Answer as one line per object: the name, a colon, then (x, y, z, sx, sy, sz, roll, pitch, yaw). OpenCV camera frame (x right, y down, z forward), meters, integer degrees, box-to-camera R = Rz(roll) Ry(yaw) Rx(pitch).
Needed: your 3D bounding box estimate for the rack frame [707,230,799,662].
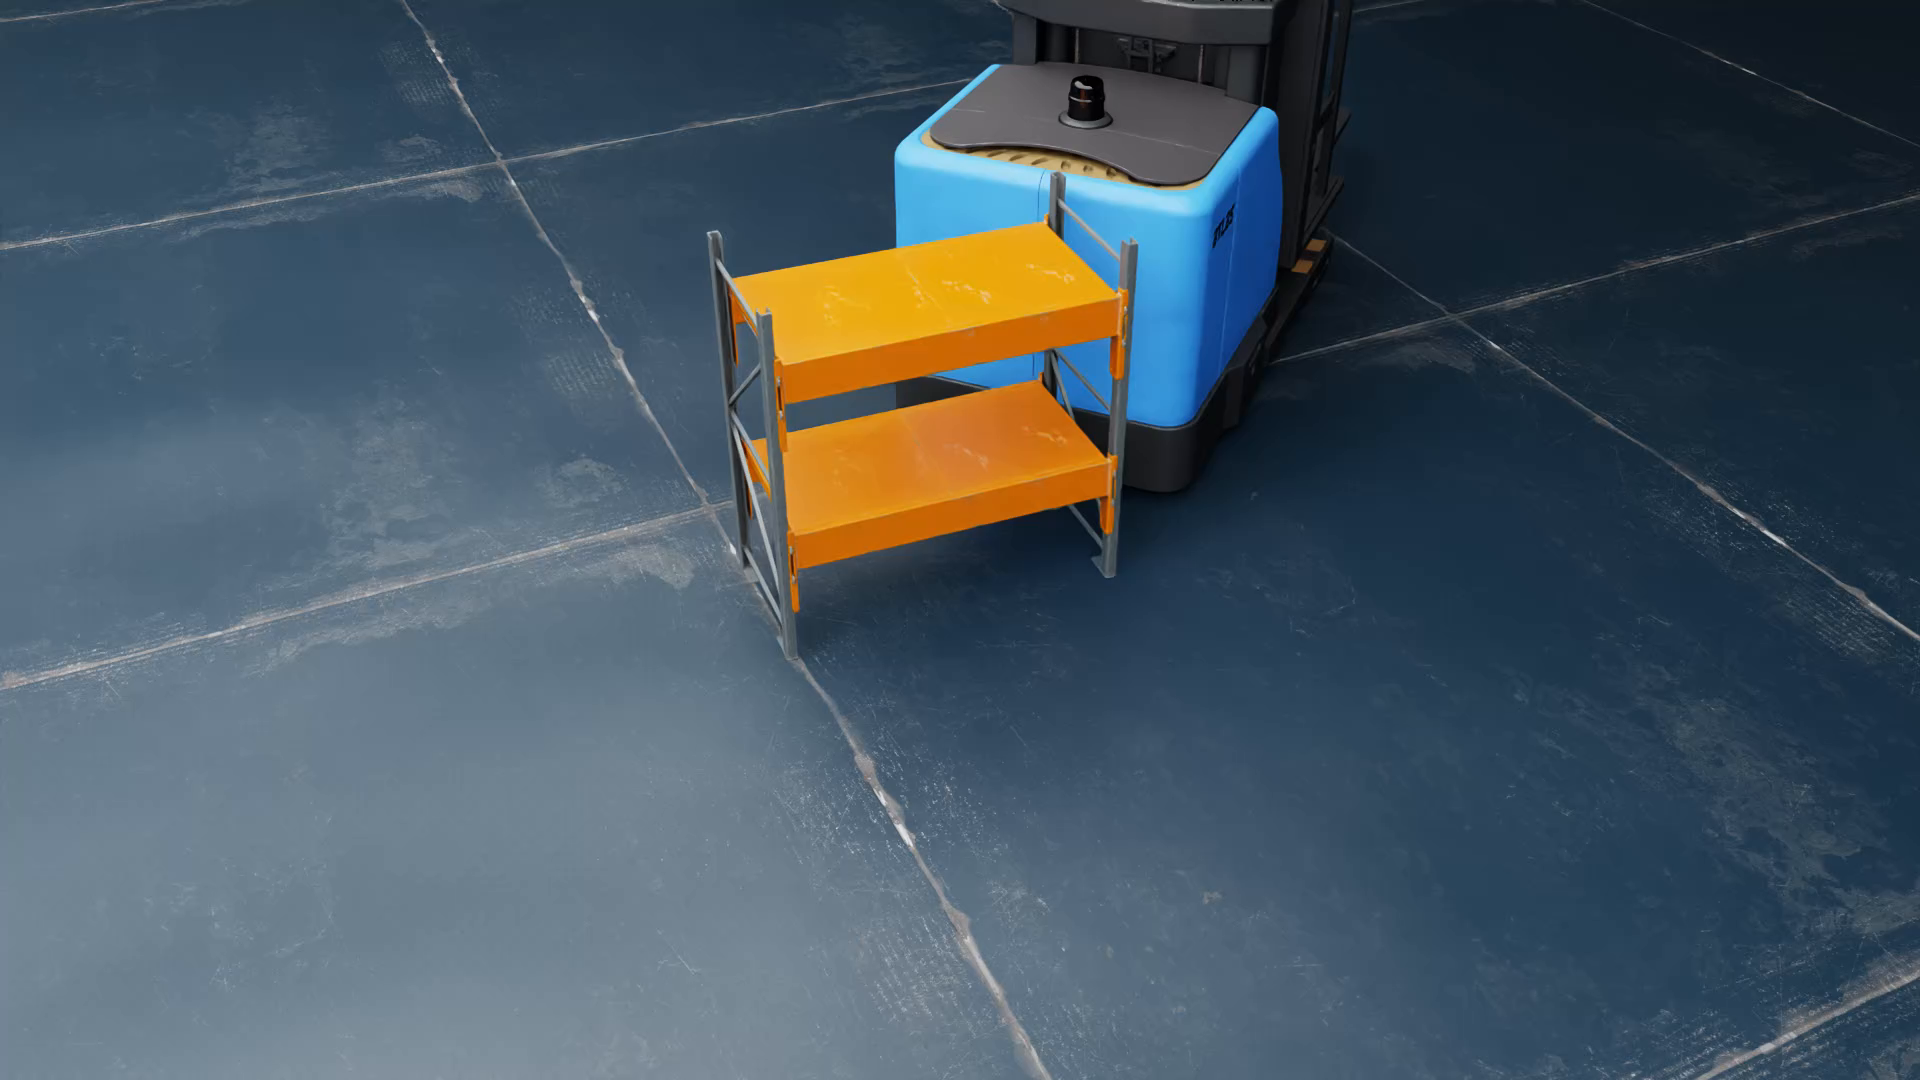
rack frame: (-0.573, -0.243, 4.633, 0.032, 1.125, 0.500, -14, 39, -18)

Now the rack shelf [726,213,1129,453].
rack shelf: (-0.103, -0.593, 4.613, 1.000, 0.278, 0.538, -14, 39, -18)

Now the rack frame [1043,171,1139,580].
rack frame: (0.368, -0.472, 4.942, 0.032, 1.125, 0.500, -14, 39, -18)

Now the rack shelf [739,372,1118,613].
rack shelf: (-0.103, -0.161, 4.933, 1.000, 0.278, 0.538, -14, 39, -18)

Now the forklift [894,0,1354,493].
forklift: (0.841, -2.202, 5.758, 1.130, 2.935, 3.031, 15, 39, 19)

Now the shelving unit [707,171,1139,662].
shelving unit: (-0.103, -0.357, 4.788, 1.048, 1.125, 0.538, -14, 39, -18)
